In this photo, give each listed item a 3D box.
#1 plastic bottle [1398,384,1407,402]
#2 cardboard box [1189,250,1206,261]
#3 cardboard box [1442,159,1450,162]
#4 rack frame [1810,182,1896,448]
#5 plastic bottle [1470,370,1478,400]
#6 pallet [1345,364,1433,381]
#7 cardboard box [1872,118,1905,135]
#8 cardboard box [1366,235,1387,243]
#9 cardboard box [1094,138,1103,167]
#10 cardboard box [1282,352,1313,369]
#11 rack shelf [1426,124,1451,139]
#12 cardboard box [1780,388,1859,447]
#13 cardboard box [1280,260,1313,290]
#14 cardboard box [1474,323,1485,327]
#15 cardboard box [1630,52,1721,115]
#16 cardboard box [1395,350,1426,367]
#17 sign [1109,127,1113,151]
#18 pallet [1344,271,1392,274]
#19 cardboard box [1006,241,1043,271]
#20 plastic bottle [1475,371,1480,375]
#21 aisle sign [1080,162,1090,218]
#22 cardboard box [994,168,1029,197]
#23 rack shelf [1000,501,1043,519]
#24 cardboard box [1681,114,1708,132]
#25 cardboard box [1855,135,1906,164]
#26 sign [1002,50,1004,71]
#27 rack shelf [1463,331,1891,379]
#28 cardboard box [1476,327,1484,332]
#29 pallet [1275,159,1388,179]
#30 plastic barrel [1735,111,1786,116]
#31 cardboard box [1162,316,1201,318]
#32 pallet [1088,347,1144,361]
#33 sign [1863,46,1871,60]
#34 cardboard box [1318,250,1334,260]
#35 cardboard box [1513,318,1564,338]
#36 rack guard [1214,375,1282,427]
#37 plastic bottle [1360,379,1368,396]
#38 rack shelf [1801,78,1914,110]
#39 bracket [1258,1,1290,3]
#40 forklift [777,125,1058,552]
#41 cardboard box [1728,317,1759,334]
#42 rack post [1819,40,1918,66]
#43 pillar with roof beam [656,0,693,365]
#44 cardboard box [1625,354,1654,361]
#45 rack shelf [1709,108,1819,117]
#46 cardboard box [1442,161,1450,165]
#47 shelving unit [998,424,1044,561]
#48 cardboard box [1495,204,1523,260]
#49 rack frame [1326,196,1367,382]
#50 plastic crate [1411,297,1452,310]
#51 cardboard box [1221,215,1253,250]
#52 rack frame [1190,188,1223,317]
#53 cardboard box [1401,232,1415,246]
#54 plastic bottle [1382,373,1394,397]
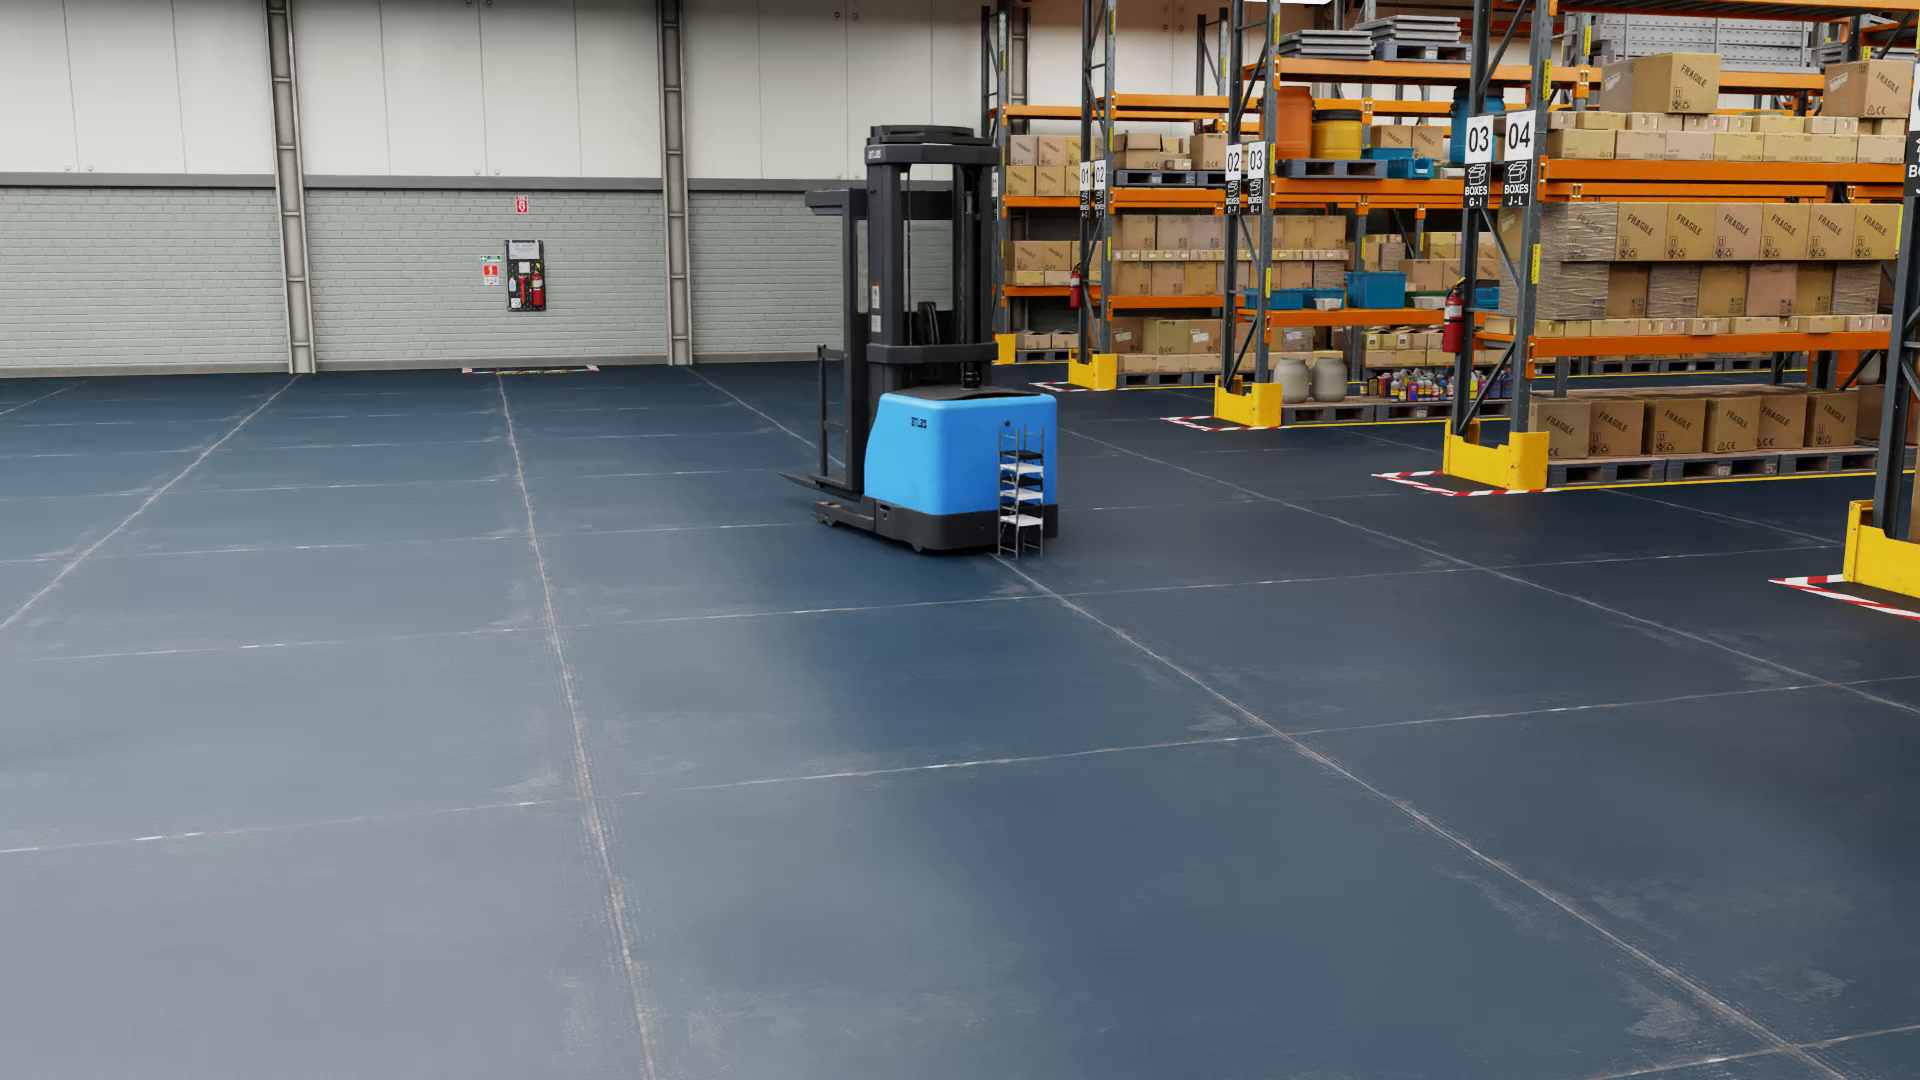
[{"bbox_3d":[5.258,-1.749,19.774,0.097,0.201,0.097,0,10,0],"label":"plastic bottle"},{"bbox_3d":[3.378,-4.130,24.129,0.250,0.149,0.380,-3,11,-18],"label":"cardboard box"},{"bbox_3d":[8.684,-6.768,30.747,0.500,0.500,0.700,-4,11,-20],"label":"cardboard box"},{"bbox_3d":[8.556,-2.207,15.751,0.127,3.000,1.000,-3,11,-16],"label":"rack frame"},{"bbox_3d":[6.139,-1.873,20.037,0.185,0.351,0.144,-3,11,-16],"label":"plastic bottle"},{"bbox_3d":[6.487,-2.602,25.598,1.213,0.211,1.003,-3,11,-16],"label":"pallet"},{"bbox_3d":[8.325,-3.738,15.095,0.250,0.149,0.380,-3,11,-14],"label":"cardboard box"},{"bbox_3d":[7.615,-5.536,30.549,0.250,0.149,0.380,-5,12,-25],"label":"cardboard box"},{"bbox_3d":[2.388,-6.756,29.082,0.500,0.500,0.500,-3,11,-16],"label":"cardboard box"},{"bbox_3d":[4.924,-2.699,24.855,0.500,0.250,0.500,-3,11,-16],"label":"cardboard box"},{"bbox_3d":[10.163,-7.494,30.990,4.000,0.370,1.077,-3,11,-16],"label":"rack shelf"},{"bbox_3d":[8.161,-1.171,15.867,0.500,0.500,0.500,-3,11,-18],"label":"cardboard box"},{"bbox_3d":[4.862,-3.927,24.818,0.500,0.500,0.700,-3,11,-17],"label":"cardboard box"},{"bbox_3d":[9.829,-4.200,31.352,0.750,0.750,0.750,-3,11,-16],"label":"cardboard box"},{"bbox_3d":[6.216,-3.949,14.452,0.500,0.500,0.500,-3,11,-16],"label":"cardboard box"},{"bbox_3d":[6.738,-2.787,25.333,0.500,0.250,0.500,-3,11,-15],"label":"cardboard box"},{"bbox_3d":[2.099,-5.574,23.123,0.005,0.325,0.100,-3,11,-16],"label":"sign"},{"bbox_3d":[7.588,-4.844,30.603,1.003,0.211,1.213,-3,11,-16],"label":"pallet"},{"bbox_3d":[1.104,-4.865,28.475,0.500,0.500,0.500,-3,11,-16],"label":"cardboard box"},{"bbox_3d":[6.440,-1.984,20.846,0.135,0.276,0.152,-3,11,-14],"label":"plastic bottle"},{"bbox_3d":[1.805,-5.053,24.030,0.004,0.787,0.394,-3,11,-16],"label":"aisle sign"},{"bbox_3d":[0.892,-6.187,28.755,0.500,0.500,0.500,-2,11,-12],"label":"cardboard box"},{"bbox_3d":[0.413,-0.207,11.366,0.200,0.077,0.258,-6,12,-31],"label":"rack shelf"},{"bbox_3d":[6.303,-3.636,14.540,0.250,0.149,0.380,-4,11,-19],"label":"cardboard box"},{"bbox_3d":[8.191,-3.540,15.121,0.500,0.250,0.500,-3,11,-14],"label":"cardboard box"},{"bbox_3d":[0.713,-7.942,27.536,0.005,0.325,0.100,-3,11,-16],"label":"sign"},{"bbox_3d":[6.636,-1.752,15.266,4.000,0.370,1.077,-3,11,-16],"label":"rack shelf"},{"bbox_3d":[8.214,-3.140,25.704,0.500,0.311,0.500,-3,11,-16],"label":"cardboard box"},{"bbox_3d":[4.153,-4.273,19.209,1.213,0.211,1.003,-3,11,-16],"label":"pallet"},{"bbox_3d":[10.163,-4.989,21.190,0.600,0.901,0.600,0,10,0],"label":"plastic barrel"},{"bbox_3d":[3.338,-3.082,24.867,0.500,0.500,0.500,-3,11,-16],"label":"cardboard box"},{"bbox_3d":[2.594,-3.316,29.478,1.213,0.211,1.003,-3,11,-16],"label":"pallet"},{"bbox_3d":[11.173,-5.967,20.496,0.005,0.325,0.100,-3,11,-16],"label":"sign"},{"bbox_3d":[5.351,-4.234,24.695,0.250,0.149,0.380,-3,11,-17],"label":"cardboard box"},{"bbox_3d":[5.056,-1.854,14.527,0.250,0.149,0.380,-3,11,-16],"label":"cardboard box"},{"bbox_3d":[3.391,-1.648,19.620,0.348,0.500,1.175,-3,11,-16],"label":"rack guard"},{"bbox_3d":[4.972,-1.875,20.461,0.097,0.201,0.097,0,10,0],"label":"plastic bottle"},{"bbox_3d":[12.932,-5.772,21.635,4.000,0.370,1.077,-3,11,-16],"label":"rack shelf"},{"bbox_3d":[3.964,-9.584,29.310,4.783,0.066,0.076,-3,11,-16],"label":"bracket"},{"bbox_3d":[-0.480,-1.581,12.536,1.130,2.935,3.031,-6,12,-30],"label":"forklift"},{"bbox_3d":[6.987,-1.948,15.038,0.250,0.149,0.380,-3,11,-16],"label":"cardboard box"},{"bbox_3d":[11.696,-6.228,21.229,0.937,0.300,0.954,-3,11,-16],"label":"rack post"},{"bbox_3d":[-3.565,-6.672,23.435,0.400,9.000,9.100,-3,11,-16],"label":"pillar with roof beam"},{"bbox_3d":[10.649,-3.120,26.397,0.500,0.500,0.500,-3,11,-18],"label":"cardboard box"},{"bbox_3d":[11.551,-6.633,26.314,4.000,0.370,1.077,-3,11,-16],"label":"rack shelf"},{"bbox_3d":[7.643,-5.624,25.278,0.500,0.250,0.500,-4,11,-21],"label":"cardboard box"},{"bbox_3d":[0.413,-0.328,11.344,0.210,0.900,0.258,-6,12,-31],"label":"shelving unit"},{"bbox_3d":[5.174,-2.763,14.909,0.500,0.500,0.500,-3,11,-16],"label":"cardboard box"},{"bbox_3d":[5.791,-3.929,25.106,0.127,3.000,1.000,-3,11,-16],"label":"rack frame"},{"bbox_3d":[5.683,-2.812,19.766,0.437,0.136,0.530,-3,11,-16],"label":"plastic crate"},{"bbox_3d":[3.921,-4.517,24.438,0.500,0.500,0.700,-3,11,-16],"label":"cardboard box"},{"bbox_3d":[4.402,-4.790,29.783,0.127,3.000,1.000,-3,11,-16],"label":"rack frame"},{"bbox_3d":[8.606,-5.635,31.146,0.500,0.250,0.500,-3,11,-14],"label":"cardboard box"},{"bbox_3d":[5.252,-1.905,20.396,0.133,0.283,0.061,-3,11,-16],"label":"plastic bottle"}]
